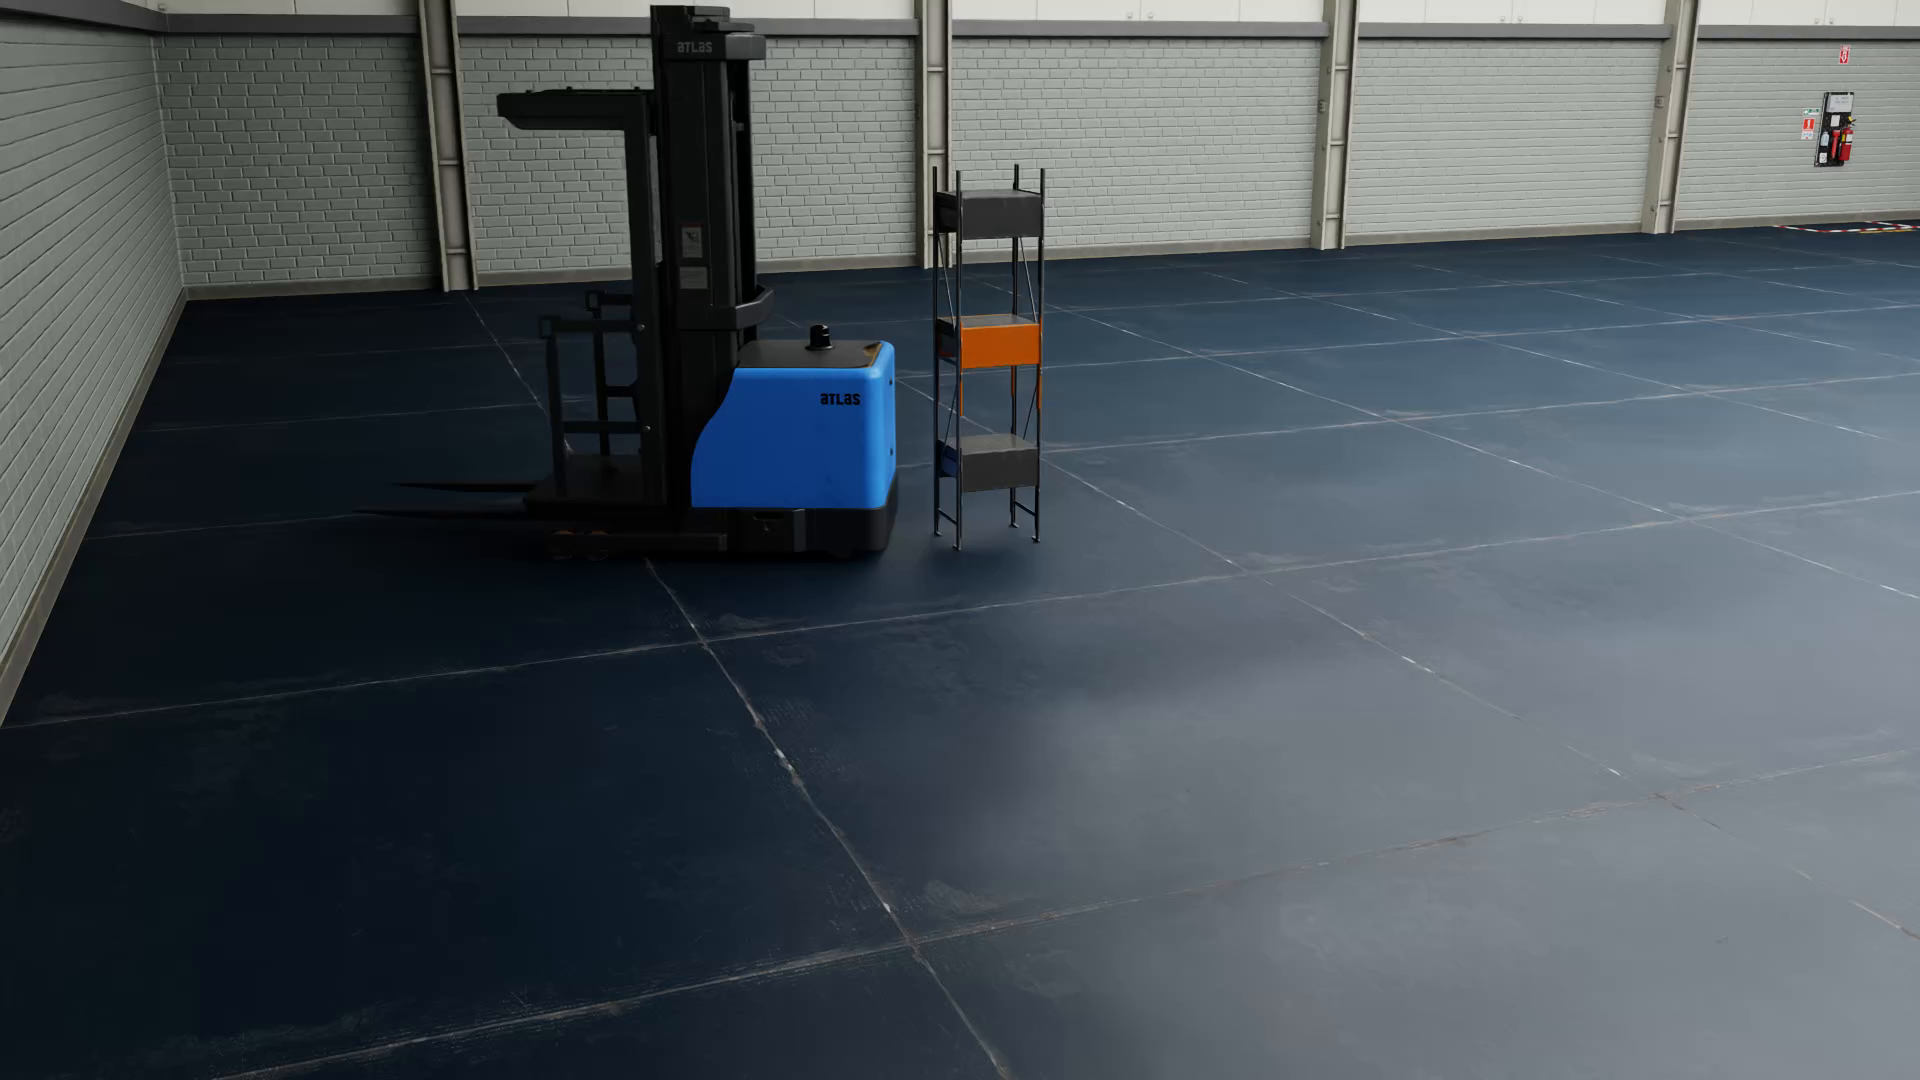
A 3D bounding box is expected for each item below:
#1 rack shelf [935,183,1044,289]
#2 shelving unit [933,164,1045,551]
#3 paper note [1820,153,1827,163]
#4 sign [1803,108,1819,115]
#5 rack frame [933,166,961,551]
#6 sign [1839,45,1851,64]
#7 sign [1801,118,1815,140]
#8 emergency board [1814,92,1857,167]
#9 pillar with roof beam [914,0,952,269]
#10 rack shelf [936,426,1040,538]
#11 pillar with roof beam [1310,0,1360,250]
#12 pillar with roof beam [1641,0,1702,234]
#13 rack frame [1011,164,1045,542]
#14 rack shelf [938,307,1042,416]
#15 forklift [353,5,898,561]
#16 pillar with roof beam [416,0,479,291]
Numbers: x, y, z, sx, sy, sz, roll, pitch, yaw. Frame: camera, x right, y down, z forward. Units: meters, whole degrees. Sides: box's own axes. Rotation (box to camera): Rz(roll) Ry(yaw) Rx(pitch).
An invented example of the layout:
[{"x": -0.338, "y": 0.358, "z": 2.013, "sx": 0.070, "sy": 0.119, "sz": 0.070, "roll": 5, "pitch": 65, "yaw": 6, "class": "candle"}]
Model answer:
[{"x": 0.155, "y": -1.683, "z": 9.166, "sx": 0.480, "sy": 0.518, "sz": 0.431, "roll": -6, "pitch": 17, "yaw": -20, "class": "rack shelf"}, {"x": 0.155, "y": -1.024, "z": 9.359, "sx": 0.503, "sy": 2.100, "sz": 0.431, "roll": -6, "pitch": 17, "yaw": -20, "class": "shelving unit"}, {"x": 13.959, "y": -6.180, "z": 26.883, "sx": 0.142, "sy": 0.148, "sz": 0.016, "roll": -6, "pitch": 17, "yaw": -20, "class": "paper note"}, {"x": 13.604, "y": -6.843, "z": 26.574, "sx": 0.331, "sy": 0.109, "sz": 0.001, "roll": -6, "pitch": 17, "yaw": -20, "class": "sign"}, {"x": -0.073, "y": -1.000, "z": 9.275, "sx": 0.015, "sy": 2.100, "sz": 0.400, "roll": -6, "pitch": 17, "yaw": -20, "class": "rack frame"}, {"x": 14.106, "y": -7.740, "z": 26.518, "sx": 0.199, "sy": 0.298, "sz": 0.001, "roll": -6, "pitch": 17, "yaw": -20, "class": "sign"}, {"x": 13.596, "y": -6.591, "z": 26.655, "sx": 0.234, "sy": 0.329, "sz": 0.001, "roll": -6, "pitch": 17, "yaw": -20, "class": "sign"}, {"x": 14.149, "y": -6.602, "z": 26.758, "sx": 0.643, "sy": 1.169, "sz": 0.194, "roll": -6, "pitch": 17, "yaw": -20, "class": "emergency board"}, {"x": 1.203, "y": -6.773, "z": 16.690, "sx": 0.400, "sy": 9.000, "sz": 9.100, "roll": -6, "pitch": 17, "yaw": -20, "class": "pillar with roof beam"}, {"x": 0.155, "y": -0.339, "z": 9.560, "sx": 0.480, "sy": 0.518, "sz": 0.431, "roll": -6, "pitch": 17, "yaw": -20, "class": "rack shelf"}, {"x": 6.806, "y": -7.377, "z": 18.750, "sx": 0.400, "sy": 9.000, "sz": 9.100, "roll": -6, "pitch": 17, "yaw": -20, "class": "pillar with roof beam"}, {"x": 12.408, "y": -7.982, "z": 20.810, "sx": 0.400, "sy": 9.000, "sz": 9.100, "roll": -6, "pitch": 17, "yaw": -20, "class": "pillar with roof beam"}, {"x": 0.382, "y": -1.049, "z": 9.443, "sx": 0.015, "sy": 2.100, "sz": 0.400, "roll": -6, "pitch": 17, "yaw": -20, "class": "rack frame"}, {"x": 0.155, "y": -1.011, "z": 9.363, "sx": 0.480, "sy": 0.518, "sz": 0.431, "roll": -6, "pitch": 17, "yaw": -20, "class": "rack shelf"}, {"x": -1.902, "y": -1.437, "z": 9.291, "sx": 3.031, "sy": 2.935, "sz": 1.130, "roll": 1, "pitch": 16, "yaw": 2, "class": "forklift"}, {"x": -4.400, "y": -6.168, "z": 14.630, "sx": 0.400, "sy": 9.000, "sz": 9.100, "roll": -6, "pitch": 17, "yaw": -20, "class": "pillar with roof beam"}]
